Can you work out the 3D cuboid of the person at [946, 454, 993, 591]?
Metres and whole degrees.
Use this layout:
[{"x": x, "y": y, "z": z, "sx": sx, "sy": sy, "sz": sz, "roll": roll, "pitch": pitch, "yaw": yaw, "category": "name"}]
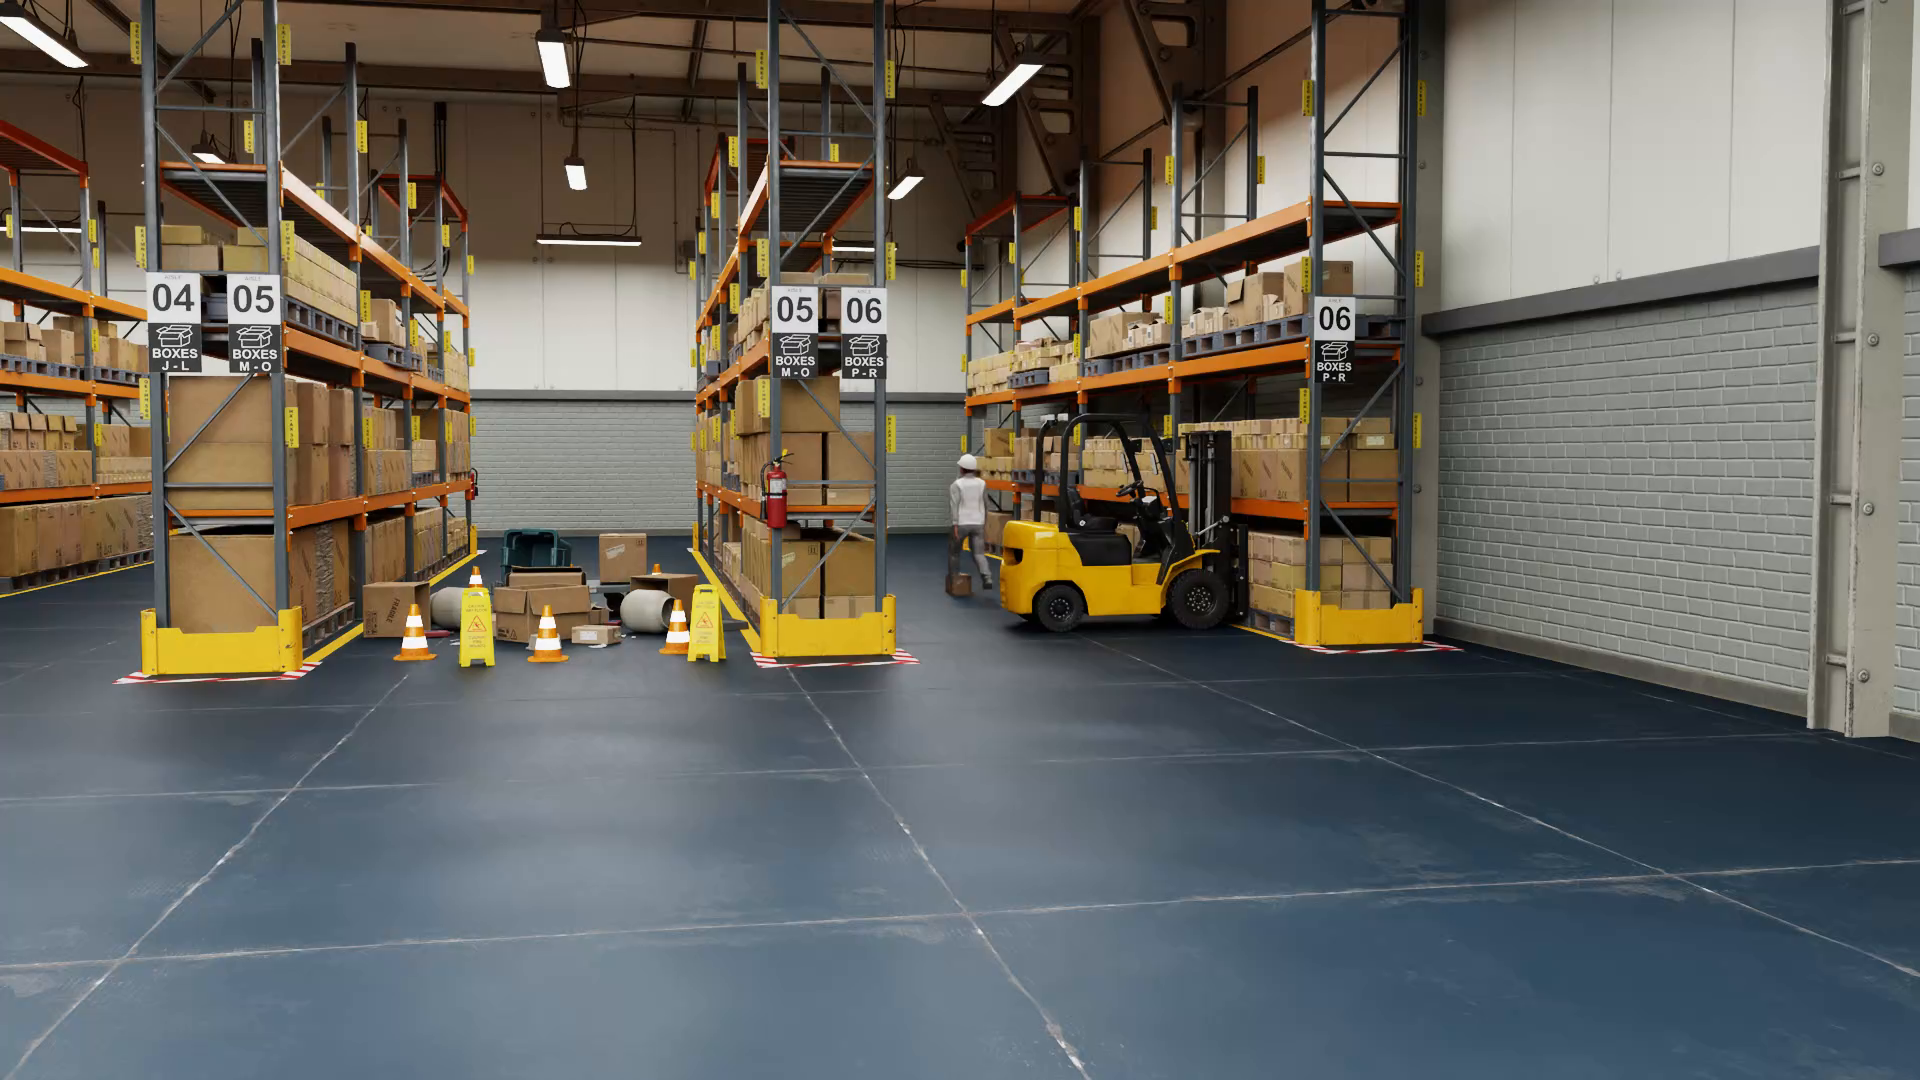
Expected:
[{"x": 0.107, "y": -0.193, "z": 20.509, "sx": 0.550, "sy": 1.731, "sz": 0.975, "roll": -1, "pitch": 3, "yaw": -20, "category": "person"}]
